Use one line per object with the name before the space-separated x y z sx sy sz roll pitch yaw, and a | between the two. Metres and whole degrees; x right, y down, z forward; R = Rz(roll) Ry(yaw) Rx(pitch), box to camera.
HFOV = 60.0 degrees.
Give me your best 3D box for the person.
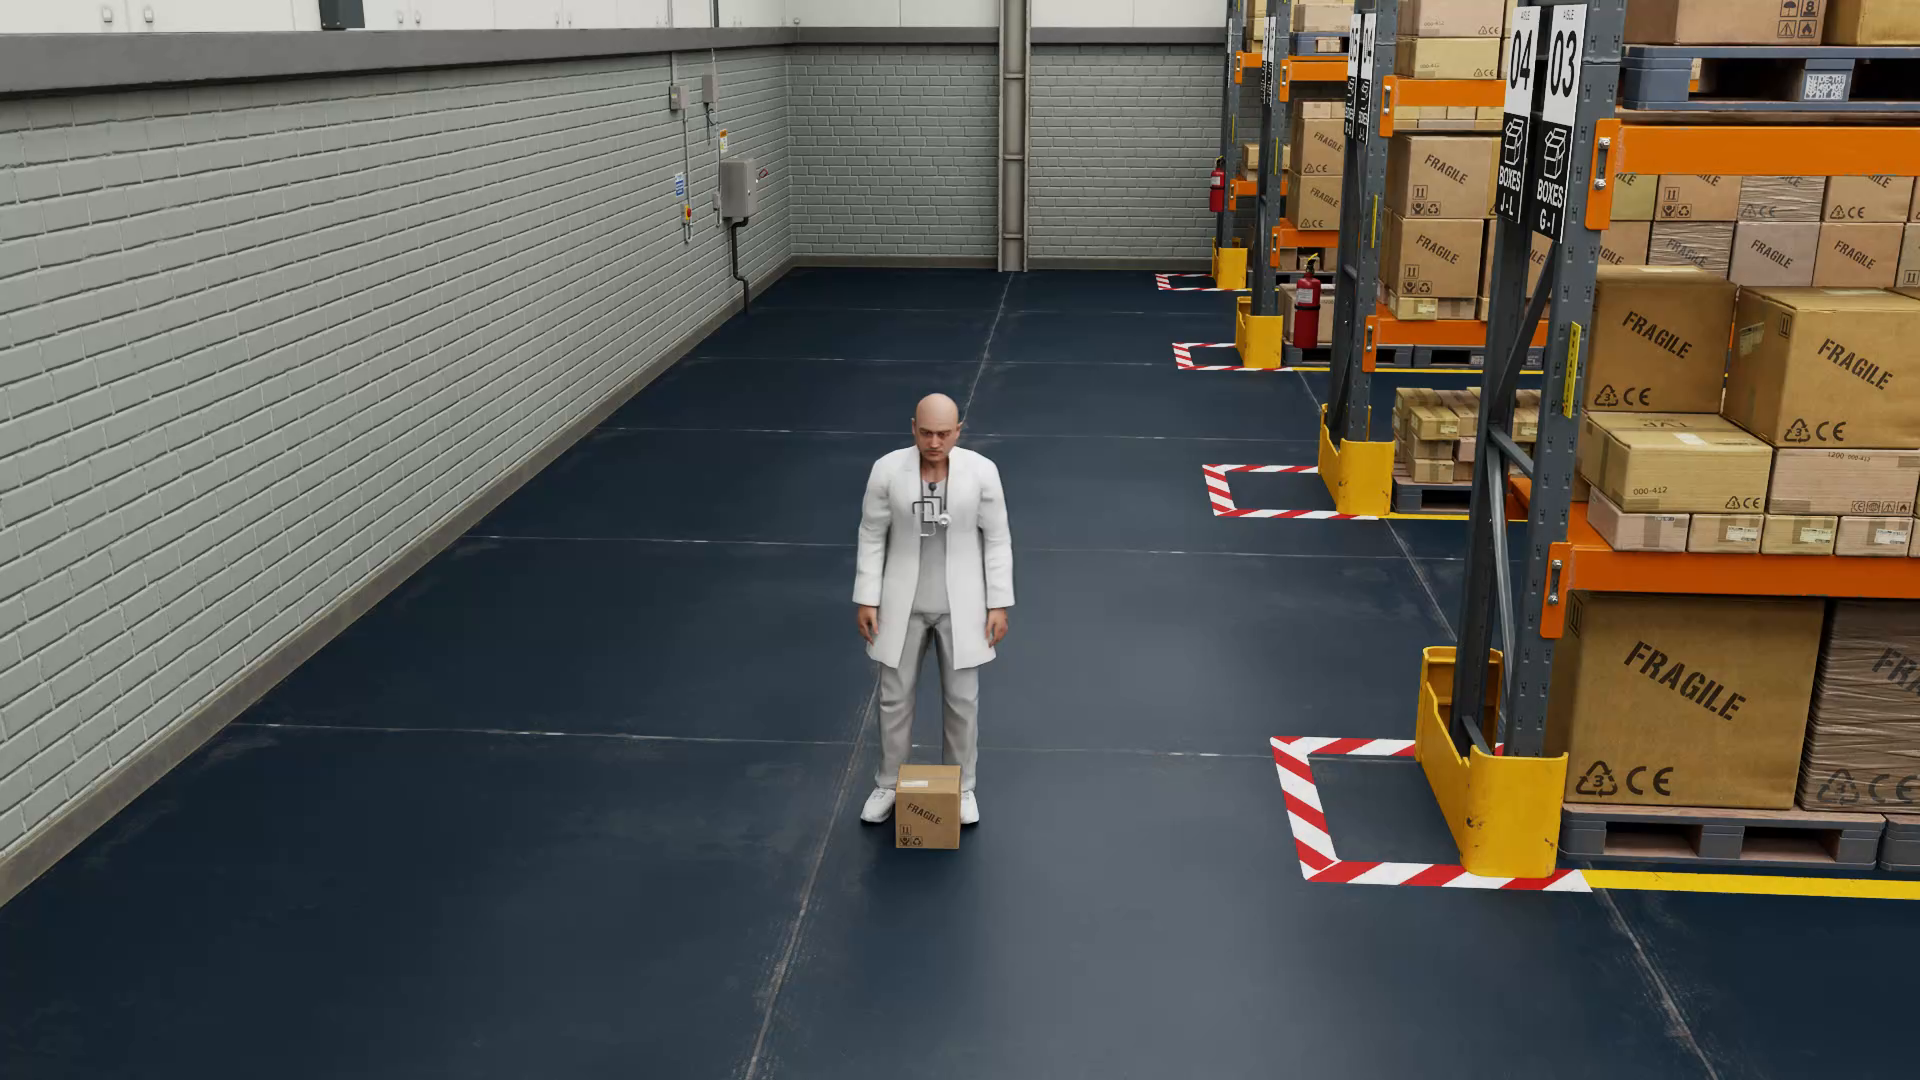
person | -0.108 0.303 6.711 0.652 1.707 0.416 1 17 3
